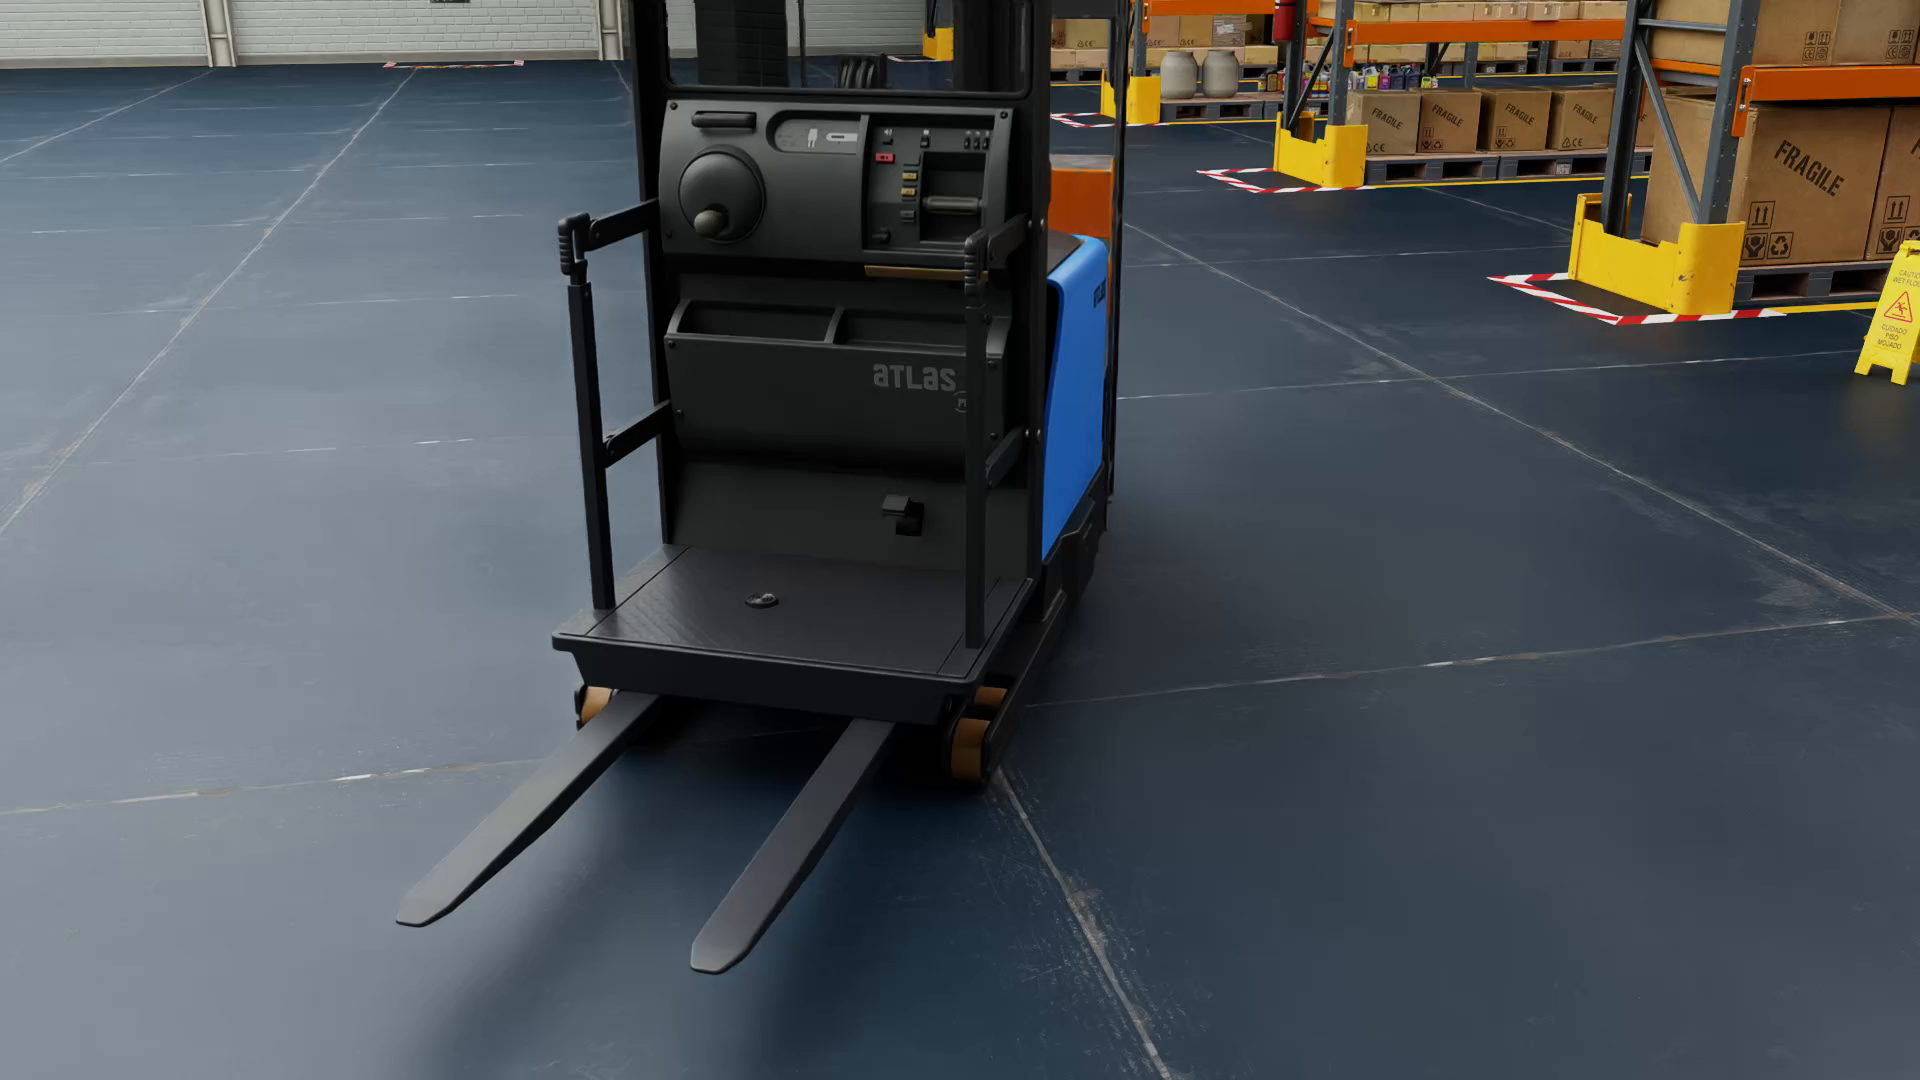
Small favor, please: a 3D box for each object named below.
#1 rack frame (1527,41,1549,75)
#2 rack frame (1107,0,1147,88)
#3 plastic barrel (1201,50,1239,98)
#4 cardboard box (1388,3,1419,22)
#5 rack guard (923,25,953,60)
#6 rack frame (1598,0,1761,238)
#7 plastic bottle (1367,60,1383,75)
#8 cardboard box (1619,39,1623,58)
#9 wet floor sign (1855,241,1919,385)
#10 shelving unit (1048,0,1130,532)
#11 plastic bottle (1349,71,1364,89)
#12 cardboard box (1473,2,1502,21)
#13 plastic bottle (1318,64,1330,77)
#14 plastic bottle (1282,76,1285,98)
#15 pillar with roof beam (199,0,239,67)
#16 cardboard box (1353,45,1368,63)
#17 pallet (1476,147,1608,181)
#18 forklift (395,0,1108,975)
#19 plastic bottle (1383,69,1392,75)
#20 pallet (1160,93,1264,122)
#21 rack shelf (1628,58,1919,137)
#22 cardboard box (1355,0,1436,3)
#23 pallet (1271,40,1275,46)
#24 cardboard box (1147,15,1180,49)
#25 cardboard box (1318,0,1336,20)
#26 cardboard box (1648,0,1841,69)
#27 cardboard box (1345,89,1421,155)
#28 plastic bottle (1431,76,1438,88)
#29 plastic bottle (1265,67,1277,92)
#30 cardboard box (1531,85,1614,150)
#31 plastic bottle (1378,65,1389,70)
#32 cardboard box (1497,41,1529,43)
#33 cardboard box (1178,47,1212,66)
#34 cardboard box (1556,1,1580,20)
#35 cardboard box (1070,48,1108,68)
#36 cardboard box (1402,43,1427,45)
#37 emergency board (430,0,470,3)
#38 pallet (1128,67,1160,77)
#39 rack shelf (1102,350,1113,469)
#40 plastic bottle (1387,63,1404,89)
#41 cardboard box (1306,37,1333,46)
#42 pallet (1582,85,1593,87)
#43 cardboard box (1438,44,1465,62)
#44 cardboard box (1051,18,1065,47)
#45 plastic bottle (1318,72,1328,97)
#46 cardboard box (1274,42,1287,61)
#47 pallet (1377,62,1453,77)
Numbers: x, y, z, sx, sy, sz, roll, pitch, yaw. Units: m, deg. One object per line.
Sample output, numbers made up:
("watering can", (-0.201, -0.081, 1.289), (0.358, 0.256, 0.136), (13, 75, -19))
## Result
("rack frame", (8.512, -8.473, 24.584), (0.127, 3.000, 1.000), (-5, 21, -12))
("rack frame", (1.863, -6.182, 18.329), (0.127, 3.000, 1.000), (-5, 21, -12))
("plastic barrel", (2.974, -5.328, 19.005), (0.421, 0.512, 0.421), (0, 20, 0))
("cardboard box", (3.583, -4.362, 13.726), (0.250, 0.149, 0.380), (-5, 21, -12))
("rack guard", (-0.343, -8.330, 27.828), (0.348, 0.500, 1.175), (-5, 21, -12))
("rack frame", (4.046, -2.855, 9.248), (0.127, 3.000, 1.000), (-5, 21, -12))
("plastic bottle", (4.908, -5.488, 19.646), (0.185, 0.351, 0.144), (-5, 21, -12))
("cardboard box", (10.018, -7.528, 24.998), (0.500, 0.500, 0.500), (-5, 21, -13))
("wet floor sign", (4.473, -1.085, 7.838), (0.232, 0.644, 0.267), (-8, 22, -22))
("shelving unit", (0.301, -1.097, 5.757), (0.503, 2.100, 0.431), (3, 20, 8))
("plastic bottle", (4.535, -5.226, 19.040), (0.135, 0.276, 0.152), (-4, 21, -11))
("cardboard box", (4.313, -4.421, 13.887), (0.250, 0.149, 0.380), (-5, 21, -12))
("plastic bottle", (4.277, -5.487, 19.645), (0.185, 0.351, 0.144), (-5, 21, -13))
("plastic bottle", (3.699, -5.146, 18.829), (0.097, 0.271, 0.097), (0, 20, 0))
("pillar with roof beam", (-10.622, -10.269, 20.765), (0.400, 9.000, 9.100), (-5, 21, -12))
("cardboard box", (5.567, -7.052, 24.091), (0.500, 0.250, 0.500), (-4, 21, -11))
("pallet", (5.060, -3.368, 14.702), (1.213, 0.211, 1.003), (-5, 21, -12))
("forklift", (-0.376, -0.913, 4.047), (1.130, 2.935, 3.031), (5, 21, 14))
("plastic bottle", (4.950, -5.311, 19.272), (0.135, 0.276, 0.152), (-5, 21, -12))
("pallet", (2.718, -4.956, 19.038), (1.213, 0.211, 1.003), (-5, 21, -12))
("rack shelf", (5.992, -2.676, 9.804), (4.000, 0.370, 1.077), (-5, 21, -12))
("cardboard box", (3.544, -4.745, 13.828), (0.500, 0.500, 0.875), (-5, 21, -12))
("pallet", (5.423, -8.665, 29.162), (1.213, 0.211, 1.003), (-5, 21, -12))
("cardboard box", (2.760, -7.184, 23.362), (0.500, 0.500, 0.500), (-5, 21, -12))
("cardboard box", (3.233, -4.497, 14.096), (0.250, 0.149, 0.380), (-5, 21, -12))
("cardboard box", (4.396, -2.970, 9.344), (0.550, 0.550, 0.875), (-5, 21, -12))
("cardboard box", (3.614, -3.591, 14.280), (0.500, 0.500, 0.500), (-1, 20, -2))
("plastic bottle", (5.474, -5.258, 19.235), (0.097, 0.201, 0.097), (0, 20, 0))
("plastic bottle", (3.659, -5.420, 19.559), (0.133, 0.283, 0.061), (-4, 21, -11))
("cardboard box", (5.355, -3.722, 14.638), (0.500, 0.500, 0.500), (-7, 21, -17))
("plastic bottle", (5.036, -5.513, 19.823), (0.135, 0.276, 0.152), (-4, 20, -11))
("cardboard box", (8.059, -7.519, 24.550), (0.500, 0.311, 0.500), (-4, 21, -11))
("cardboard box", (3.246, -6.872, 23.600), (0.500, 0.250, 0.500), (-5, 21, -12))
("cardboard box", (5.030, -4.499, 14.100), (0.250, 0.149, 0.380), (-5, 21, -12))
("cardboard box", (1.786, -6.755, 23.280), (0.500, 0.250, 0.500), (-5, 21, -12))
("cardboard box", (6.575, -7.397, 24.219), (0.500, 0.311, 0.500), (-4, 21, -11))
("emergency board", (-8.200, -9.190, 26.542), (0.626, 1.169, 0.157), (-5, 21, -12))
("pallet", (2.646, -6.700, 23.799), (1.213, 0.211, 1.003), (-5, 21, -12))
("rack shelf", (0.301, -0.427, 6.002), (0.480, 0.518, 0.431), (3, 20, 8))
("plastic bottle", (5.009, -5.298, 19.129), (0.185, 0.351, 0.144), (-6, 21, -15))
("cardboard box", (5.079, -7.275, 23.886), (0.500, 0.311, 0.500), (-5, 21, -12))
("pallet", (7.701, -5.362, 20.145), (1.213, 0.211, 1.003), (-5, 21, -12))
("cardboard box", (7.065, -7.175, 24.428), (0.500, 0.250, 0.500), (-4, 21, -11))
("cardboard box", (1.180, -7.240, 23.515), (0.500, 0.500, 0.500), (-5, 21, -12))
("plastic bottle", (4.130, -5.181, 18.925), (0.097, 0.271, 0.097), (0, 20, 0))
("cardboard box", (4.956, -7.192, 24.475), (0.500, 0.250, 0.500), (-5, 21, -13))
("pallet", (6.517, -7.016, 24.661), (1.213, 0.211, 1.003), (-5, 21, -12))
